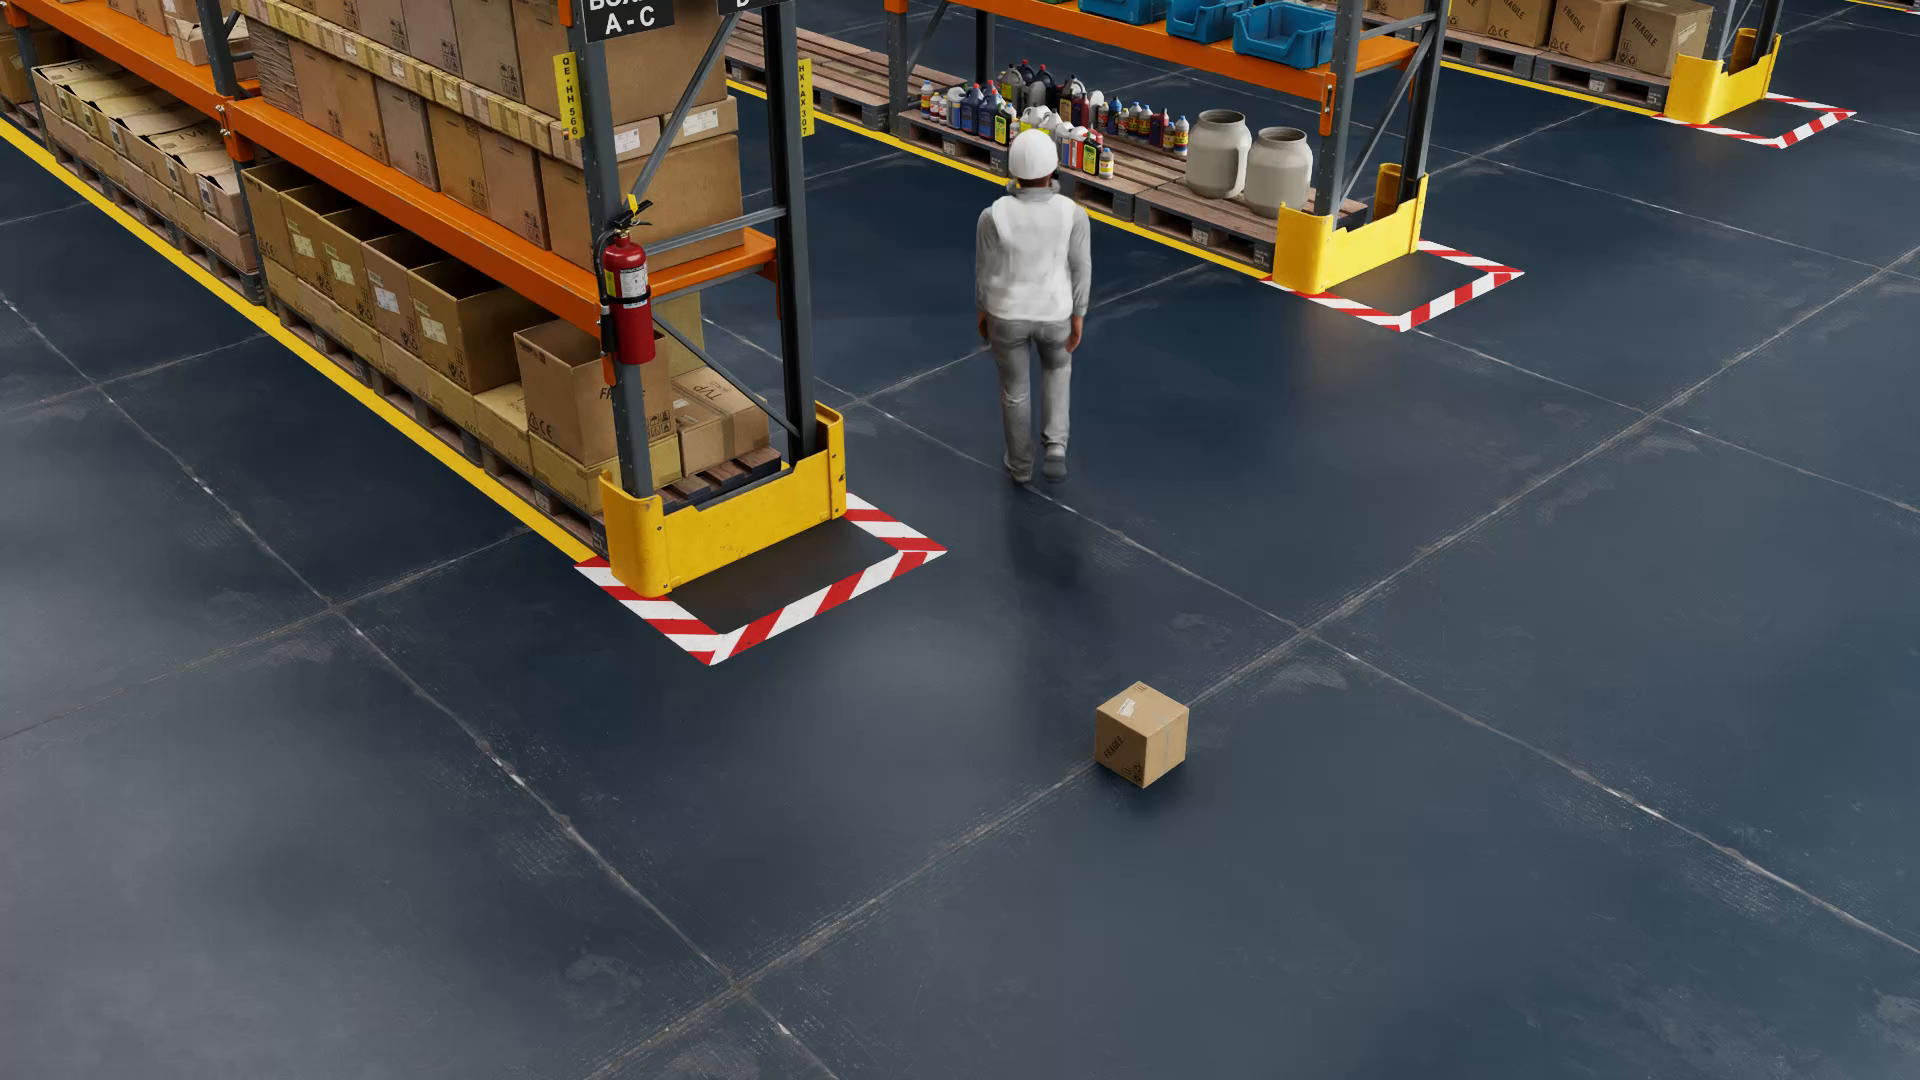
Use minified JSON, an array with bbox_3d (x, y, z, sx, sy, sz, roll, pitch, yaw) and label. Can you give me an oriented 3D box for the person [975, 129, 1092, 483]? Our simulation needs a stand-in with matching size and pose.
[{"bbox_3d":[0.333,-1.089,7.853,0.536,1.776,0.469,-2,32,-3],"label":"person"}]
